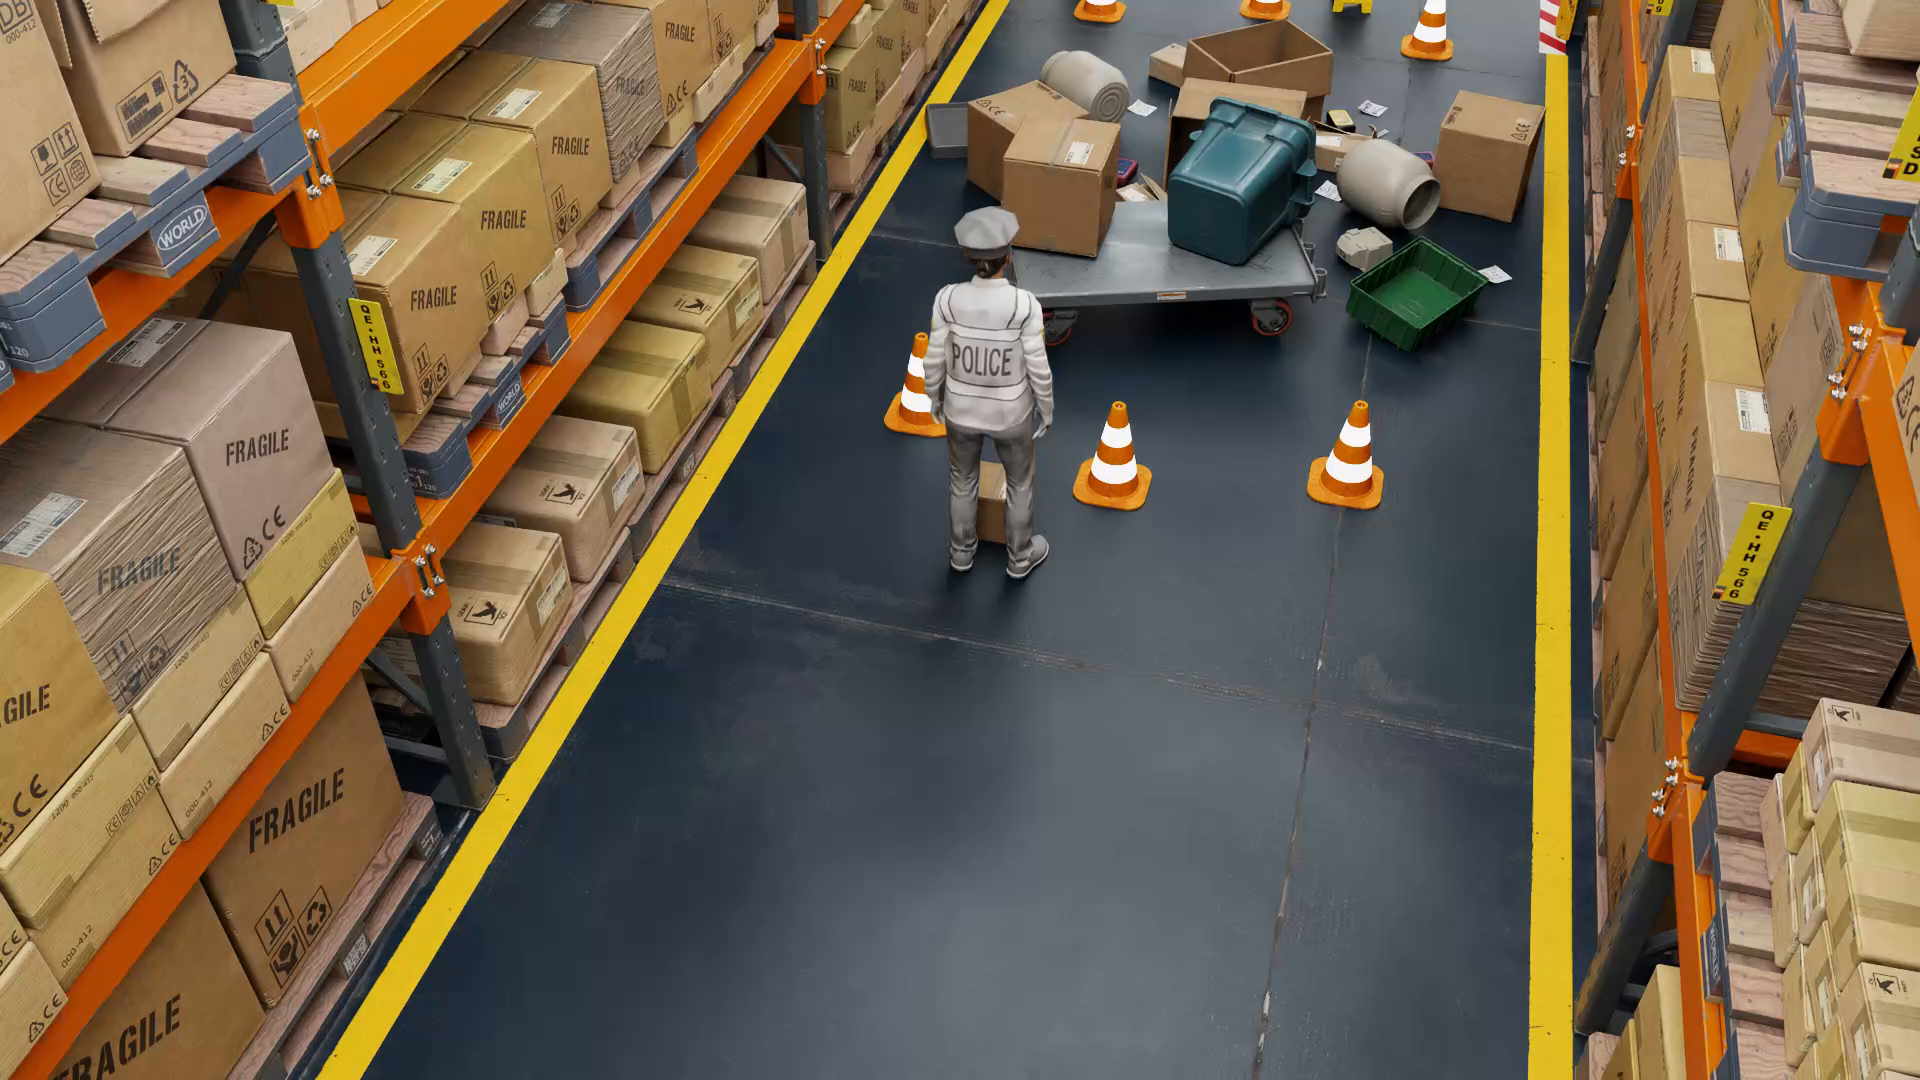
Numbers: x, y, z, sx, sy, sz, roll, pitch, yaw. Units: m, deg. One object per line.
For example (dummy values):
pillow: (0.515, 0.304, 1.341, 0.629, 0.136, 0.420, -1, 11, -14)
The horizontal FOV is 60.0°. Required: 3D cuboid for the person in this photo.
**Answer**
person: (0.117, -0.539, 6.770, 0.531, 1.662, 0.372, 8, 42, 9)
